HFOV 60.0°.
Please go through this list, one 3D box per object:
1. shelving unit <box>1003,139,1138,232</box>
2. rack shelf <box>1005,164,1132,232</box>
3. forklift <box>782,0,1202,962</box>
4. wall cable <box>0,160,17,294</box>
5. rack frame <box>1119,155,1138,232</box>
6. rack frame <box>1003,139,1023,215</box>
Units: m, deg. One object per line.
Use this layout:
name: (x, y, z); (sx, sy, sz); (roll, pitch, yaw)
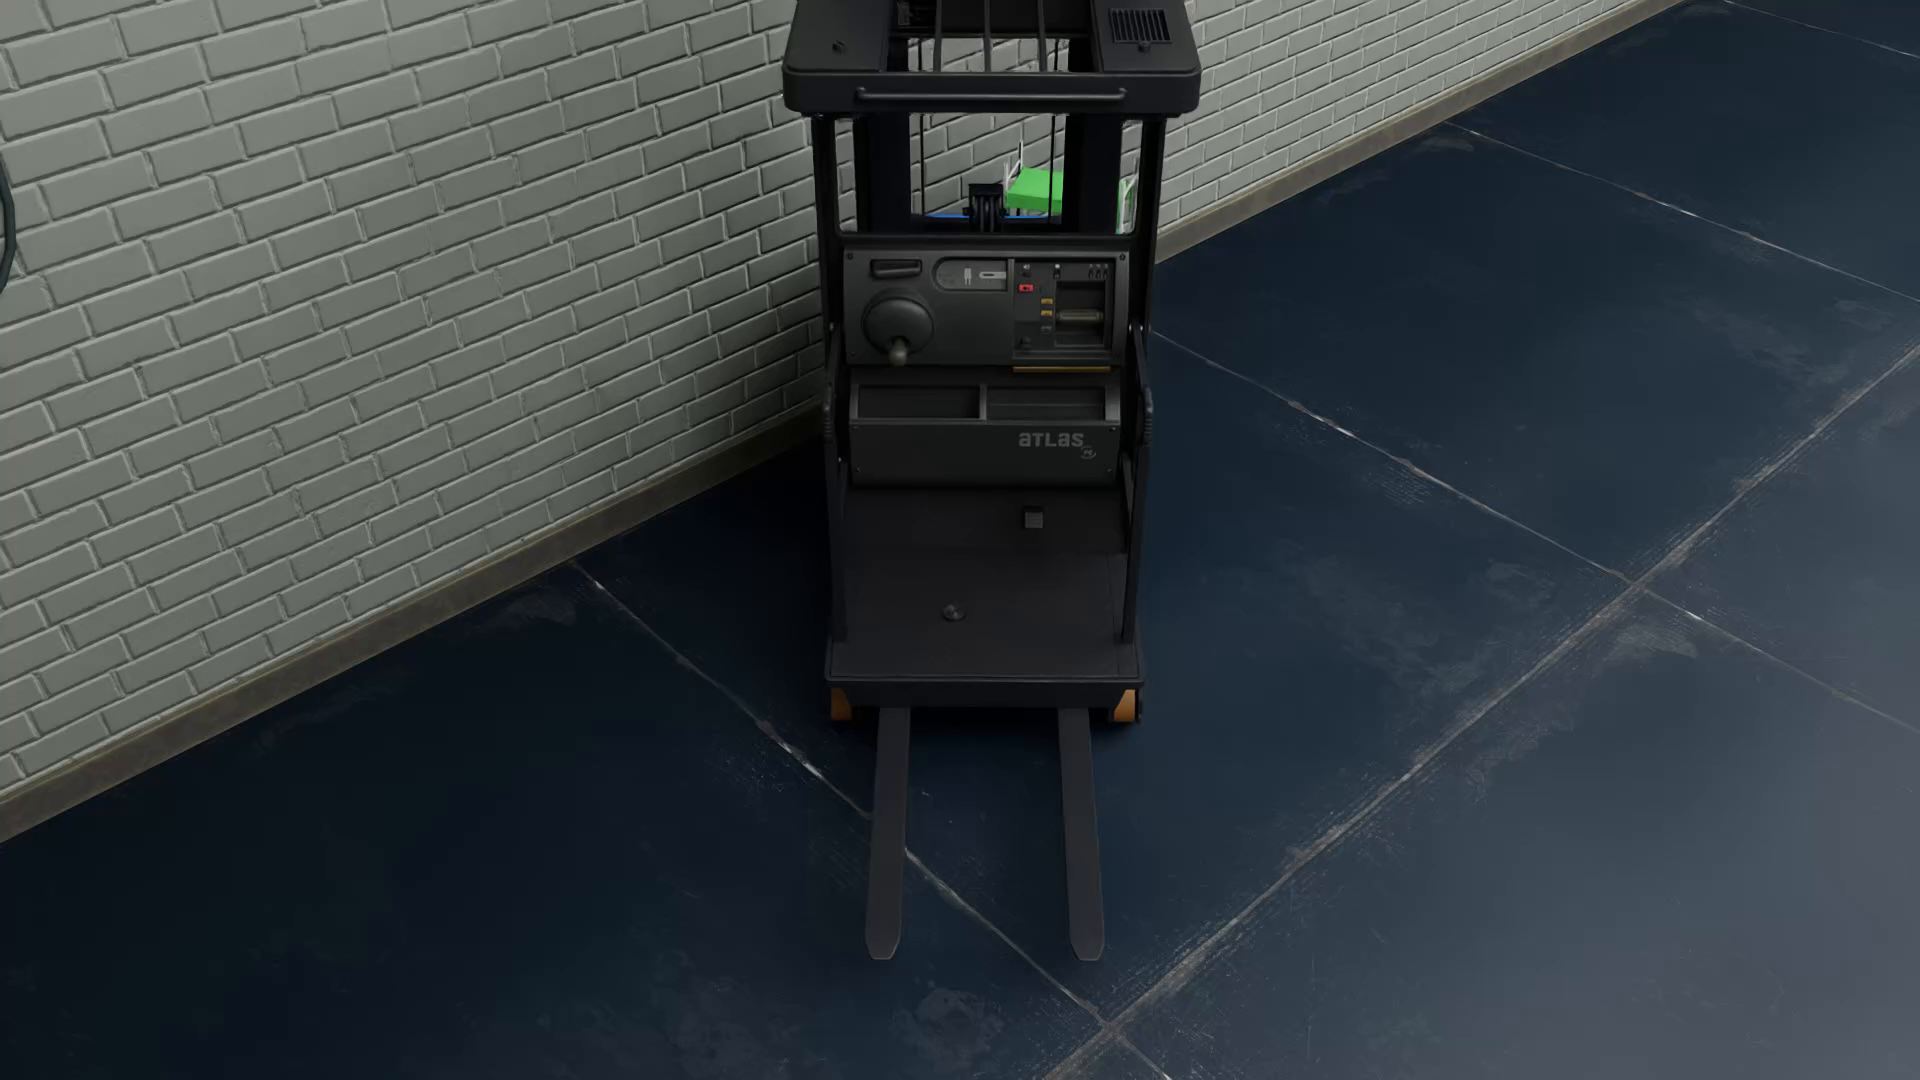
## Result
shelving unit: (0.451, -1.076, 7.127); (0.503, 1.200, 0.258); (11, 40, 13)
rack shelf: (0.451, -1.400, 6.866); (0.480, 0.148, 0.258); (11, 40, 13)
forklift: (0.085, -0.687, 5.268); (1.130, 2.935, 3.031); (0, 39, 0)
wall cable: (-3.739, -0.951, 3.237); (3.097, 2.526, 0.112); (-30, 48, -32)
rack frame: (0.684, -1.031, 7.071); (0.015, 1.200, 0.240); (11, 40, 13)
rack frame: (0.218, -1.121, 7.184); (0.015, 1.200, 0.240); (11, 40, 13)
